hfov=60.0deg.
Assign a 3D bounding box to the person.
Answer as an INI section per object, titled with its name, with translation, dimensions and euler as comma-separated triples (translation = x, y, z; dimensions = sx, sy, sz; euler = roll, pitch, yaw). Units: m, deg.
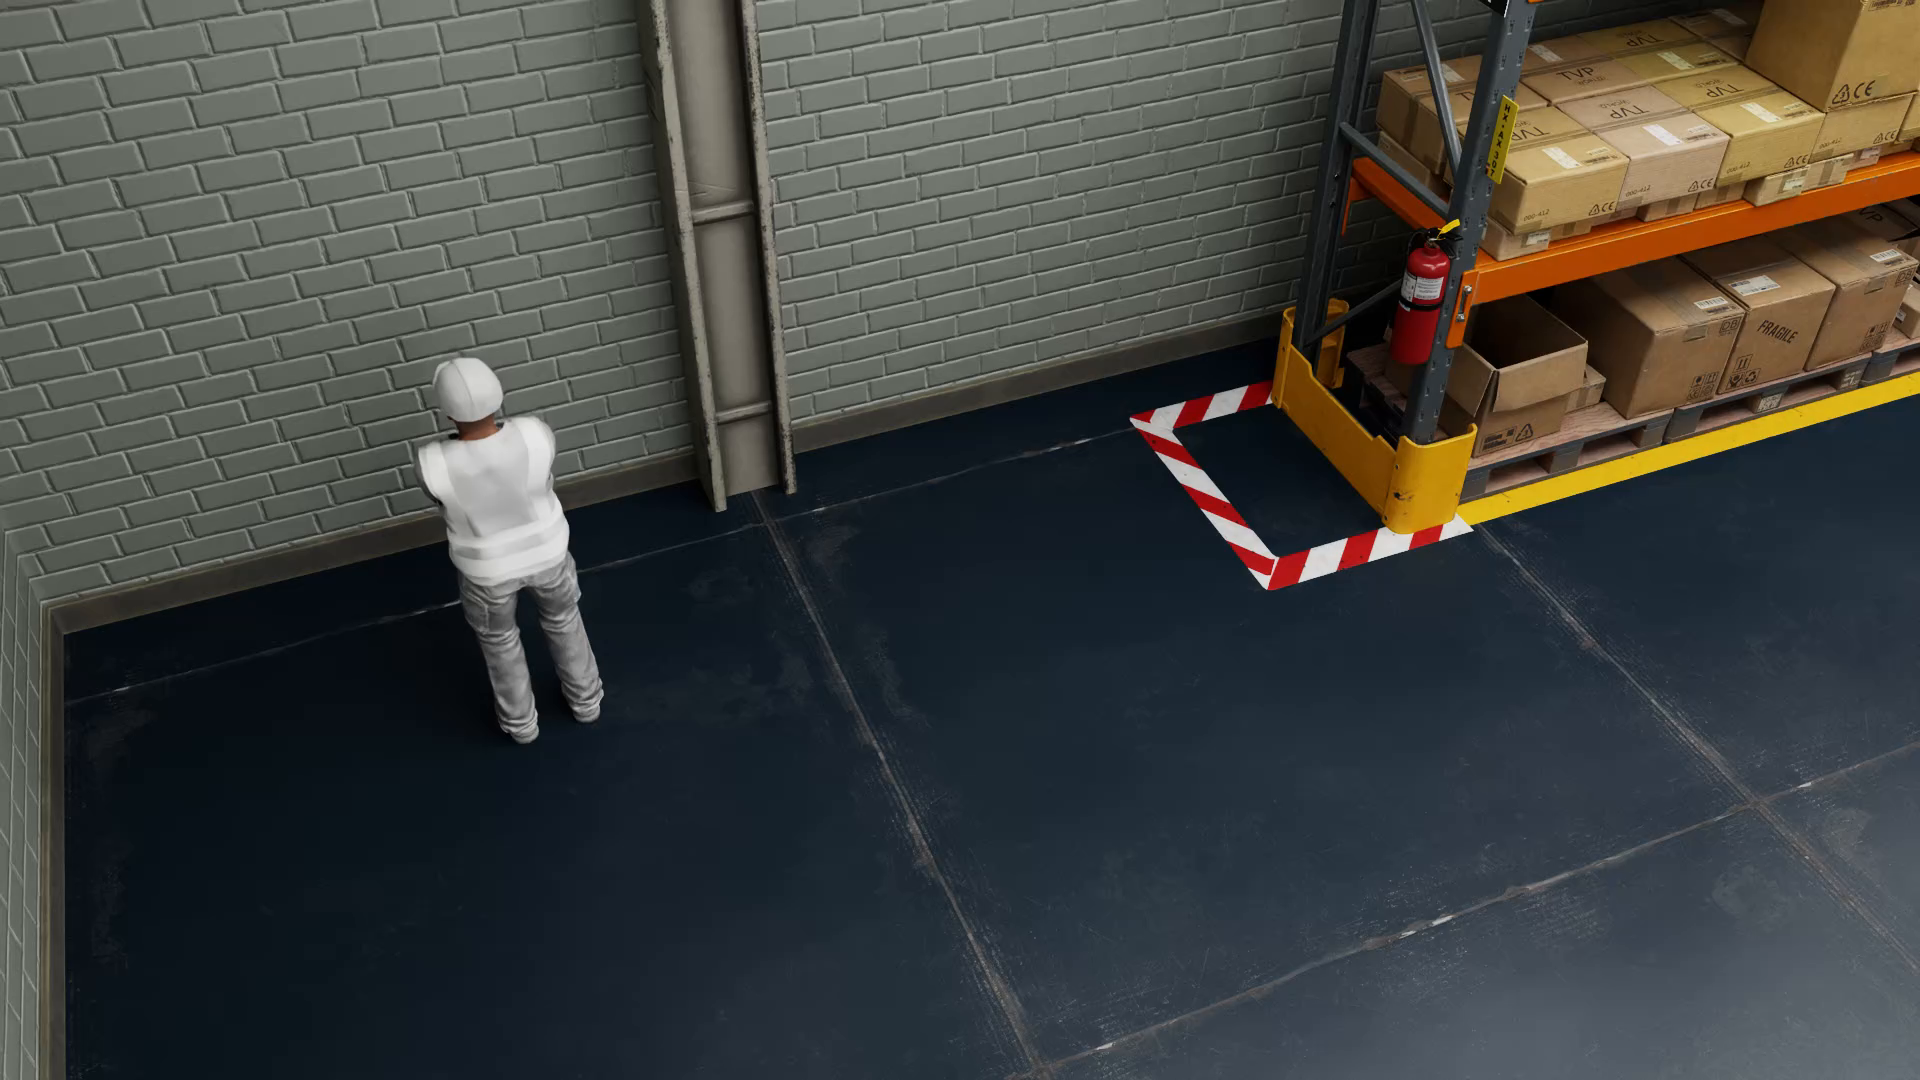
[person]
translation = -1.676, 0.039, 6.107
dimensions = 0.628, 1.773, 0.448
euler = -21, 45, -22
